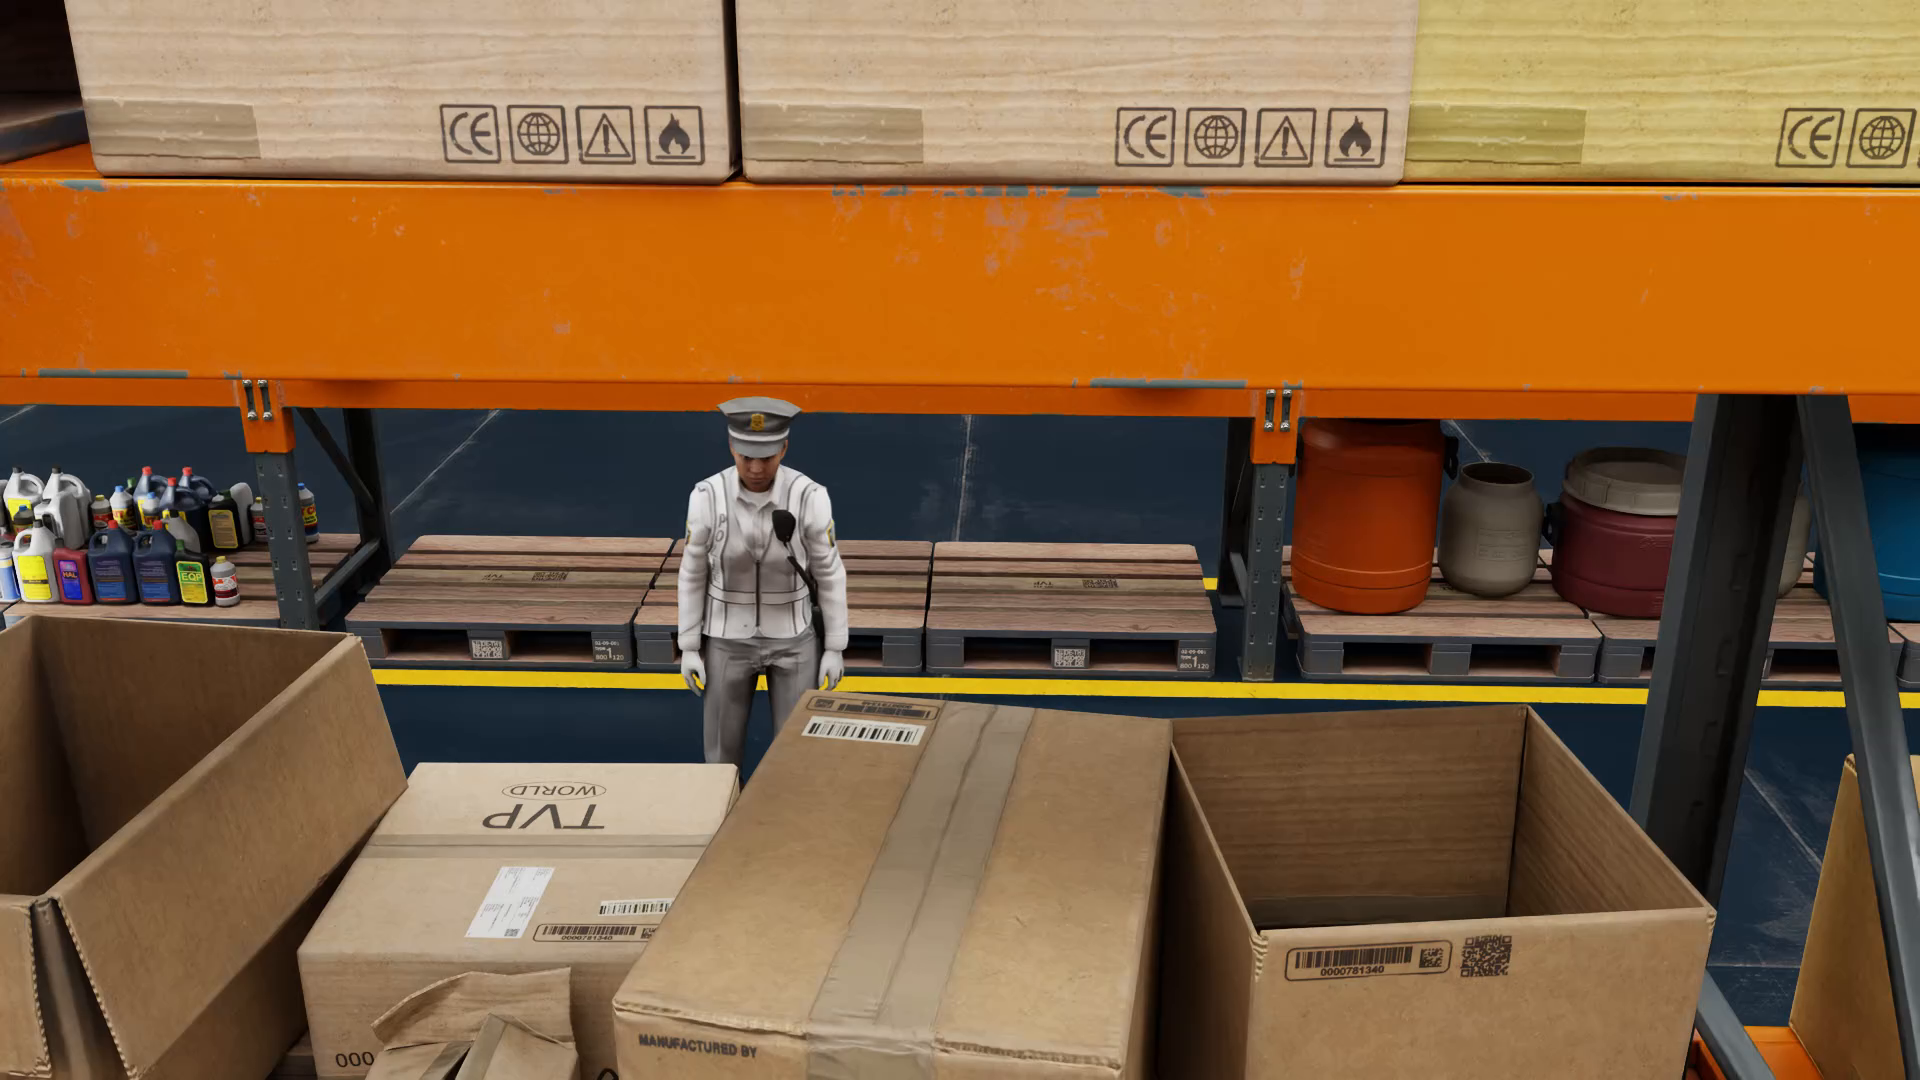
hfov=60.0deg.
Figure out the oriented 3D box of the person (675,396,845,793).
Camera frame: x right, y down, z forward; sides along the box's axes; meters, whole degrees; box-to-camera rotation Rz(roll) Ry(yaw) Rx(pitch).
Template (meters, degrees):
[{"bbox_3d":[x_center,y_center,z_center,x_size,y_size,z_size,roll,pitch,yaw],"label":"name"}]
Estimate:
[{"bbox_3d":[-0.620,0.352,5.155,0.529,1.663,0.405,1,21,2],"label":"person"}]
